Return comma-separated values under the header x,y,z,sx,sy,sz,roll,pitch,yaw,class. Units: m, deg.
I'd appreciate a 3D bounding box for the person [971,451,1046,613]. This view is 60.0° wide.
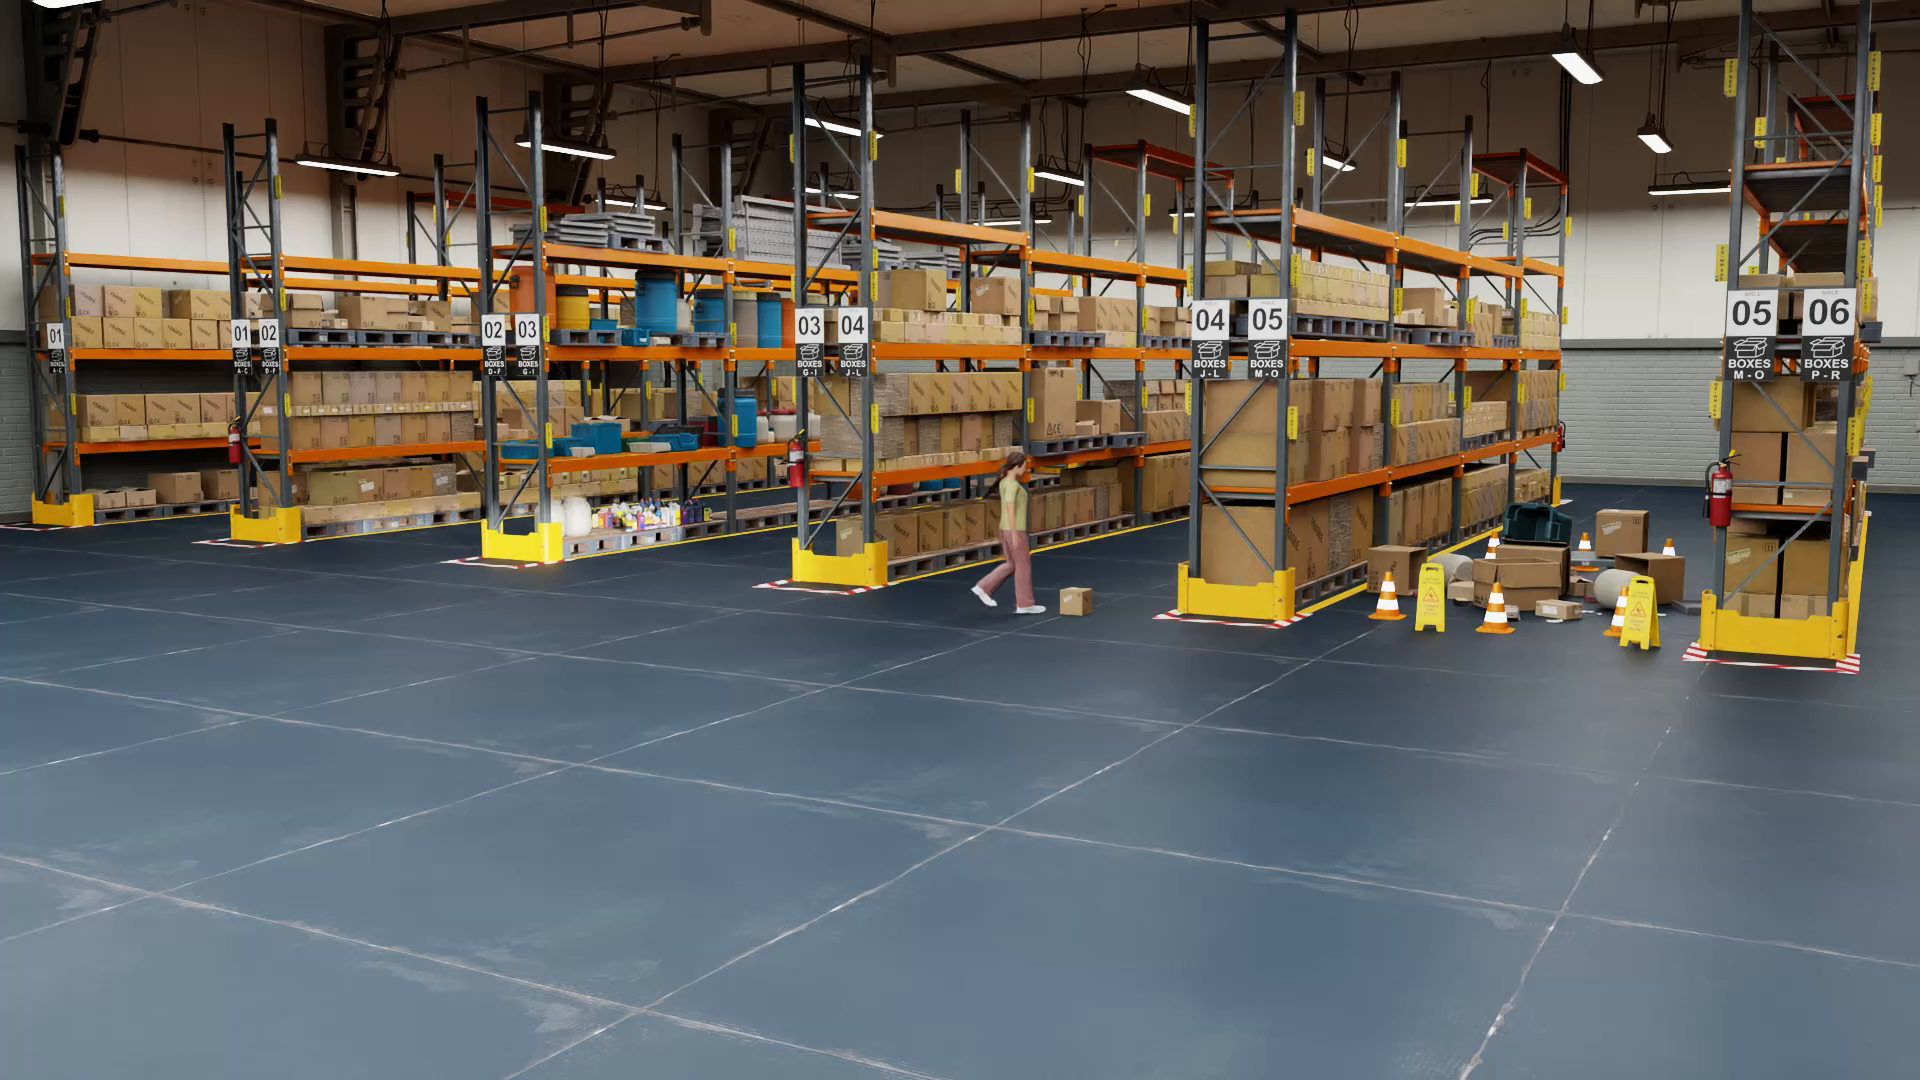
x,y,z,sx,sy,sz,roll,pitch,yaw,class
0.508,-0.077,17.000,0.754,1.664,0.467,-1,6,-13,person
